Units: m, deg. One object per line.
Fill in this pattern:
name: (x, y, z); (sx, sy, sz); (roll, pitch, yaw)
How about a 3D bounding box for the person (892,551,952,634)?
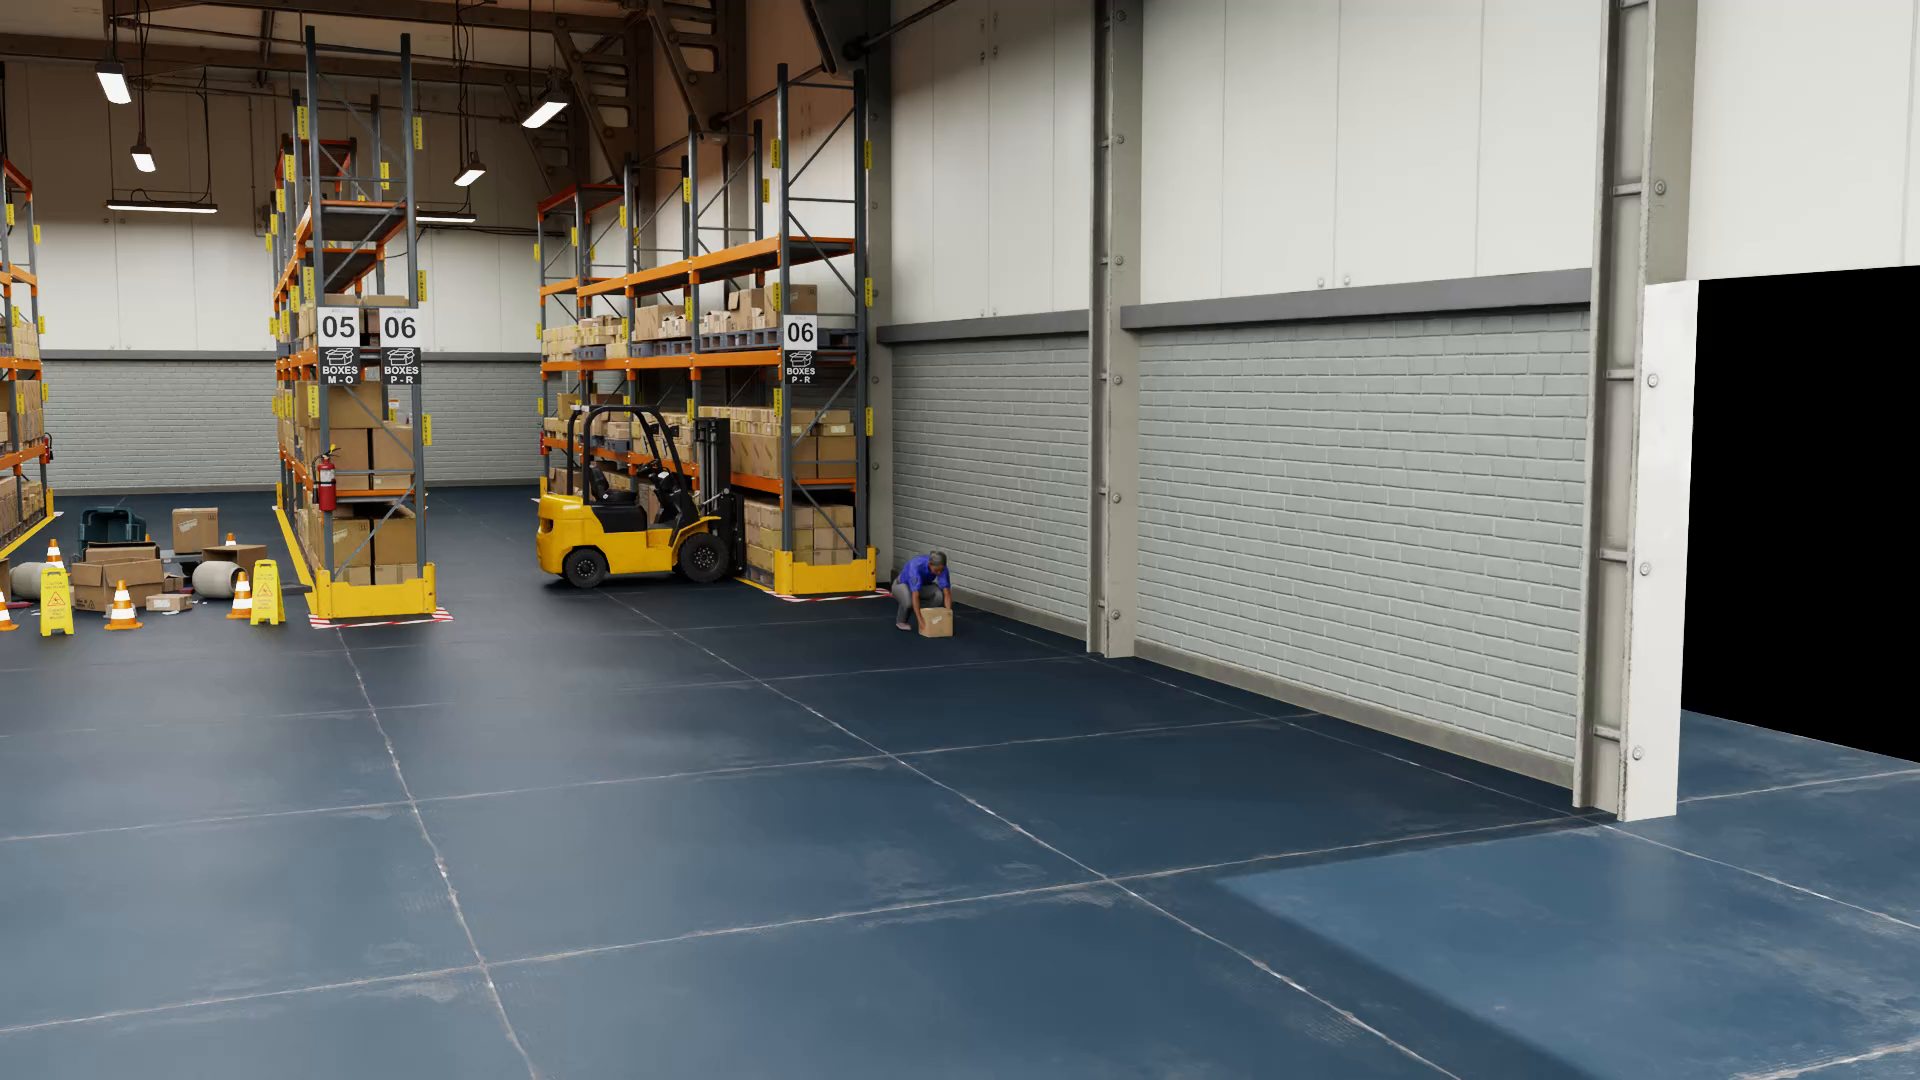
person: (-0.374, 0.495, 16.374); (0.478, 0.810, 0.815); (-2, 6, -24)
